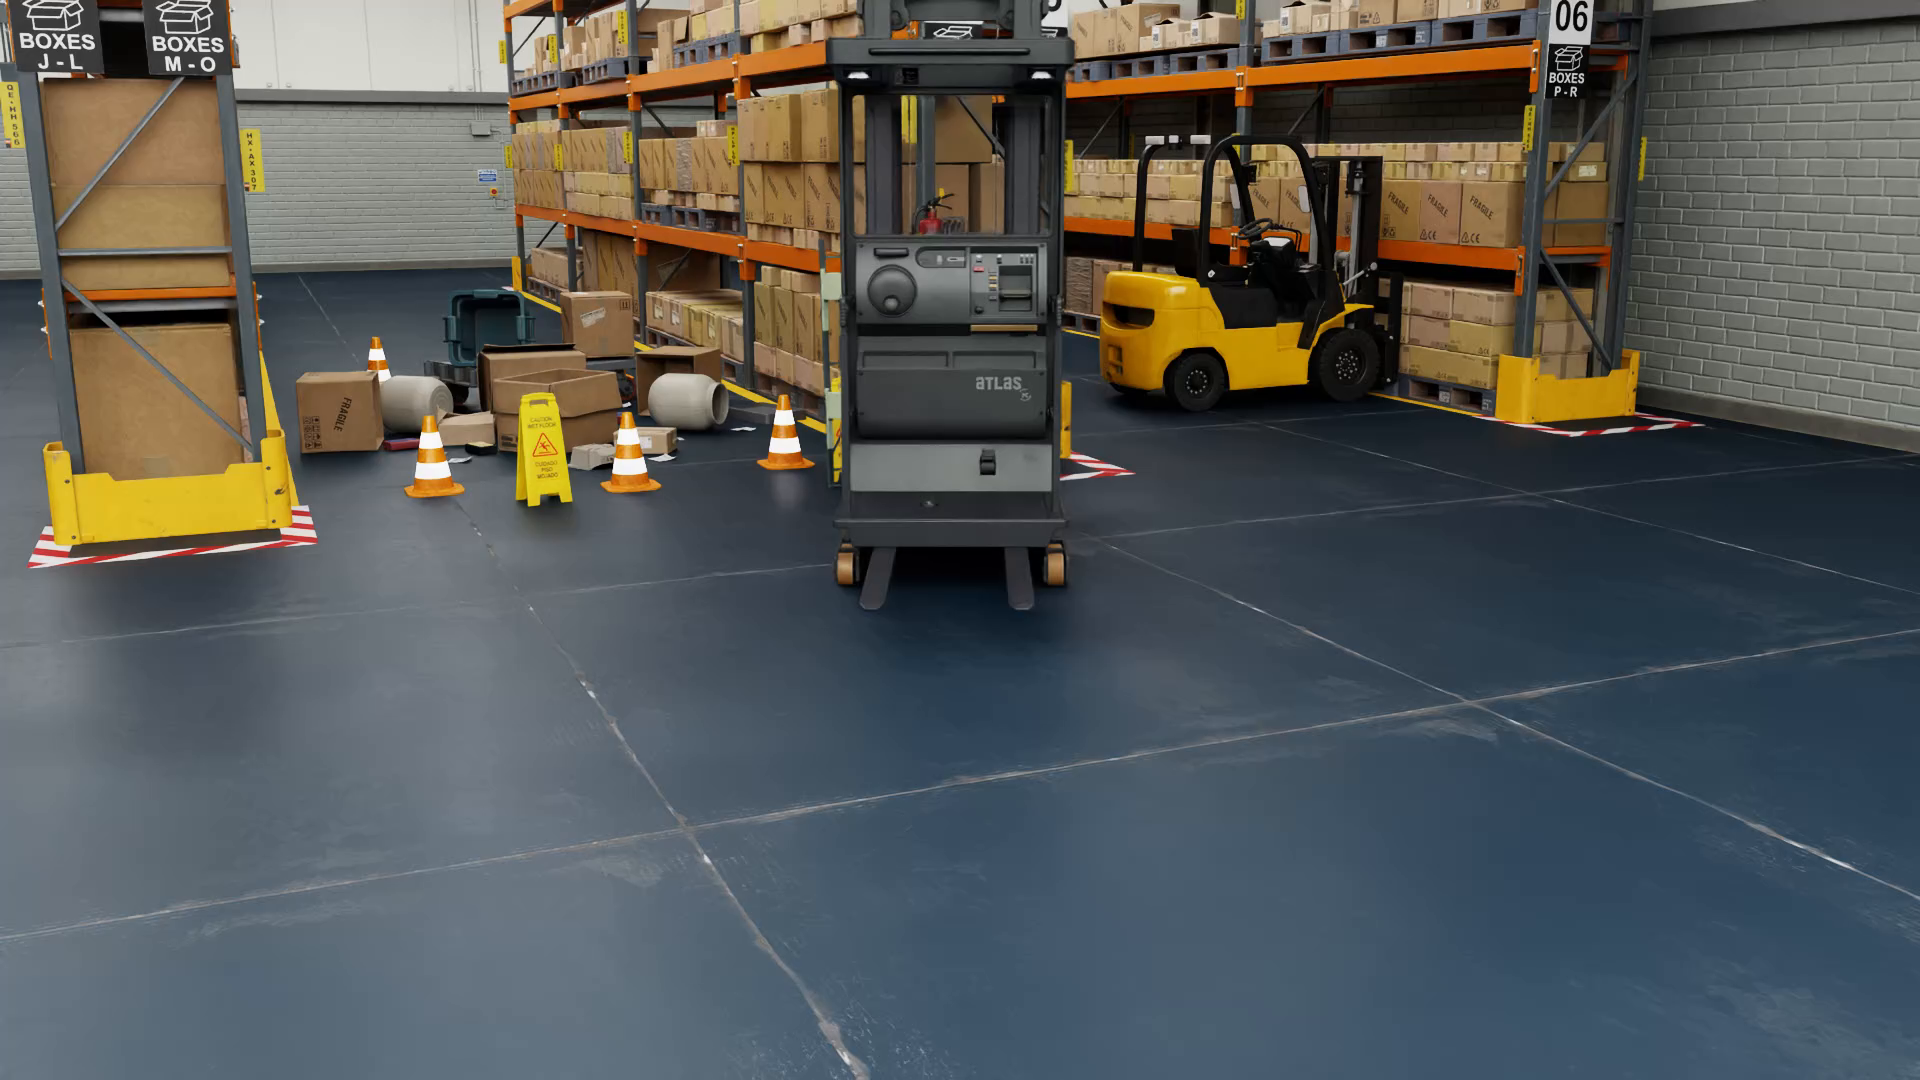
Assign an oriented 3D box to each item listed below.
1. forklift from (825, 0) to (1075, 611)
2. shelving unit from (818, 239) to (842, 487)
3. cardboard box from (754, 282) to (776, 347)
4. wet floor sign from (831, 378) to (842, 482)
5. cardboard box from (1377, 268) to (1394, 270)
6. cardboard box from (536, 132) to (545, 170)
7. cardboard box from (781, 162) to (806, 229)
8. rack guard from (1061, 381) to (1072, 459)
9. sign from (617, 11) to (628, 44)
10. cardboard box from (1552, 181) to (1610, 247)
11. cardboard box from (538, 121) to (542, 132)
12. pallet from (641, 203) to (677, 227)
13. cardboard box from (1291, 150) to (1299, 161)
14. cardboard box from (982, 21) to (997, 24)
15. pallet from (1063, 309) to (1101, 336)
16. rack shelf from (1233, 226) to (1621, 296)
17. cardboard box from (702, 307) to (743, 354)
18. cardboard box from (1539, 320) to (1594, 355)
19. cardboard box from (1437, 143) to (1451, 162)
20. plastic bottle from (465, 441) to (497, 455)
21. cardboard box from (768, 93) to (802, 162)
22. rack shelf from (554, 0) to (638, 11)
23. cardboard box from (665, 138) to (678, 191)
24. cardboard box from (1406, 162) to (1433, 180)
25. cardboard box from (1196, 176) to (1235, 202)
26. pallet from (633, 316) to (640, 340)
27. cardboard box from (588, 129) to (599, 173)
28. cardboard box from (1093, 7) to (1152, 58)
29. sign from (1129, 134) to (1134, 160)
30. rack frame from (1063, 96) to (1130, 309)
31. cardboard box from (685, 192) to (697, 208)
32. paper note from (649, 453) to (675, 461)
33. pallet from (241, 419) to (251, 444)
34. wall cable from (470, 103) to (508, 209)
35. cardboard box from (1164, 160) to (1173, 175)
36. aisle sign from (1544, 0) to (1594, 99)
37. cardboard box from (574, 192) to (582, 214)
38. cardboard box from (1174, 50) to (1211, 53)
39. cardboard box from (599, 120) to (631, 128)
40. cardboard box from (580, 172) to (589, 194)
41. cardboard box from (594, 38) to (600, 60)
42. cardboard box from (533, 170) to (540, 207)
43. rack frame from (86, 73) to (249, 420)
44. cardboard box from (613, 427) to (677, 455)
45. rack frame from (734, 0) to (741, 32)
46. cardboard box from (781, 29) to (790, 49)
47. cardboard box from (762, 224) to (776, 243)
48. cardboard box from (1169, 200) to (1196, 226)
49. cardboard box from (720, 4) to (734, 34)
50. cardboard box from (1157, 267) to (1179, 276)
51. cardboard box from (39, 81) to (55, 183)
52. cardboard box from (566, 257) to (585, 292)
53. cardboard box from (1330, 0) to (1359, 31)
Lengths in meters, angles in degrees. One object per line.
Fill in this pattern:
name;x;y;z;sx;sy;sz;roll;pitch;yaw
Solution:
forklift;-0.040;-1.275;7.879;1.130;2.935;3.031;0;13;0
shelving unit;-0.432;-1.052;9.954;0.431;1.500;0.755;-9;12;-41
cardboard box;-1.415;-1.899;13.927;0.500;0.500;0.500;-5;14;-20
wet floor sign;-0.706;-0.706;10.489;0.267;0.644;0.232;-1;13;-4
cardboard box;3.734;-2.429;15.662;0.500;0.250;0.500;-6;14;-24
cardboard box;-5.459;-5.286;22.619;0.500;0.500;0.500;-5;14;-22
cardboard box;-1.071;-2.686;12.943;0.500;0.500;0.500;-6;14;-23
rack guard;0.168;-0.787;11.160;1.175;0.500;0.348;-6;14;-23
sign;-3.518;-5.345;17.337;0.100;0.325;0.005;-6;14;-23
cardboard box;4.801;-2.614;13.290;0.500;0.500;0.500;-5;14;-21
cardboard box;-5.590;-5.674;22.856;0.380;0.149;0.250;-6;14;-23
pallet;-2.623;-3.411;17.379;1.213;0.211;1.003;-6;14;-23
cardboard box;3.297;-3.584;15.381;0.380;0.149;0.250;-6;14;-24
cardboard box;0.363;-3.426;10.924;0.380;0.149;0.250;-6;14;-23
pallet;1.835;-2.559;19.457;1.003;0.211;1.213;-6;14;-23
rack shelf;3.944;-2.501;14.618;1.077;0.370;4.000;-6;14;-23
cardboard box;-1.907;-1.996;15.738;0.950;0.372;0.625;-5;14;-19
cardboard box;4.747;-1.662;13.458;0.500;0.250;0.500;-5;14;-22
cardboard box;4.120;-3.160;13.553;0.380;0.149;0.250;-6;14;-23
plastic bottle;-3.325;-0.636;11.484;0.133;0.061;0.283;-12;18;-42
cardboard box;-1.065;-3.172;12.823;0.700;0.500;0.500;-6;14;-24
rack shelf;-3.807;-6.432;19.187;1.077;0.370;4.000;-6;14;-23
cardboard box;-2.604;-3.710;16.434;0.500;0.500;0.500;-5;14;-22
cardboard box;3.933;-3.061;13.785;0.380;0.149;0.250;-6;14;-25
cardboard box;2.712;-3.513;16.621;0.500;0.250;0.500;-6;14;-24
pallet;-3.253;-2.453;19.000;1.003;0.211;1.213;-6;14;-23
cardboard box;-4.055;-4.574;19.543;0.500;0.500;0.500;-6;14;-24
cardboard box;1.901;-5.587;18.331;0.700;0.500;0.500;-6;14;-24
sign;2.048;-4.706;19.982;0.100;0.325;0.005;-6;14;-23
rack frame;1.541;-4.091;19.893;1.000;3.000;0.127;-6;14;-23
cardboard box;-2.443;-3.302;16.109;0.380;0.149;0.250;-5;14;-21
paper note;-2.004;-0.558;11.212;0.148;0.019;0.142;-12;18;-42
pallet;-5.173;-0.572;10.874;1.003;0.211;1.213;-6;14;-23
wall cable;-8.491;-6.968;30.000;0.585;1.953;0.123;-6;14;-23
cardboard box;2.359;-3.889;17.359;0.380;0.149;0.250;-6;14;-24
aisle sign;4.502;-3.664;12.285;0.394;0.787;0.004;-6;14;-23
cardboard box;-4.465;-4.173;20.582;0.500;0.250;0.500;-6;14;-24
cardboard box;2.463;-5.259;17.651;0.380;0.166;0.250;-6;14;-23
cardboard box;-4.497;-5.409;21.709;0.380;0.149;0.250;-6;14;-24
cardboard box;-4.278;-4.310;20.065;0.500;0.250;0.500;-5;14;-22
cardboard box;-3.878;-5.495;18.674;0.396;0.266;0.258;-6;14;-24
cardboard box;-5.650;-4.907;23.199;0.500;0.500;0.500;-5;14;-21
rack frame;-5.899;-2.347;12.359;1.000;3.000;0.127;-6;14;-23
cardboard box;-2.177;-0.688;11.513;0.380;0.149;0.250;1;13;6
rack frame;-1.404;-5.738;13.705;1.000;3.000;0.127;-6;14;-23
cardboard box;-1.185;-3.912;13.025;0.380;0.149;0.250;-5;14;-21
cardboard box;-1.423;-2.551;13.798;0.380;0.149;0.250;-5;14;-21
cardboard box;2.495;-3.375;17.133;0.500;0.250;0.500;-6;14;-23
cardboard box;-1.770;-4.516;14.478;0.500;0.250;0.500;-6;14;-24
cardboard box;2.620;-2.580;17.699;0.875;0.625;0.625;-6;14;-24
cardboard box;-4.714;-2.305;9.451;0.875;0.550;0.550;-6;14;-23
cardboard box;-4.761;-3.564;22.367;0.875;0.438;0.875;-6;14;-24
cardboard box;3.459;-4.579;14.497;0.396;0.266;0.258;-6;14;-24
